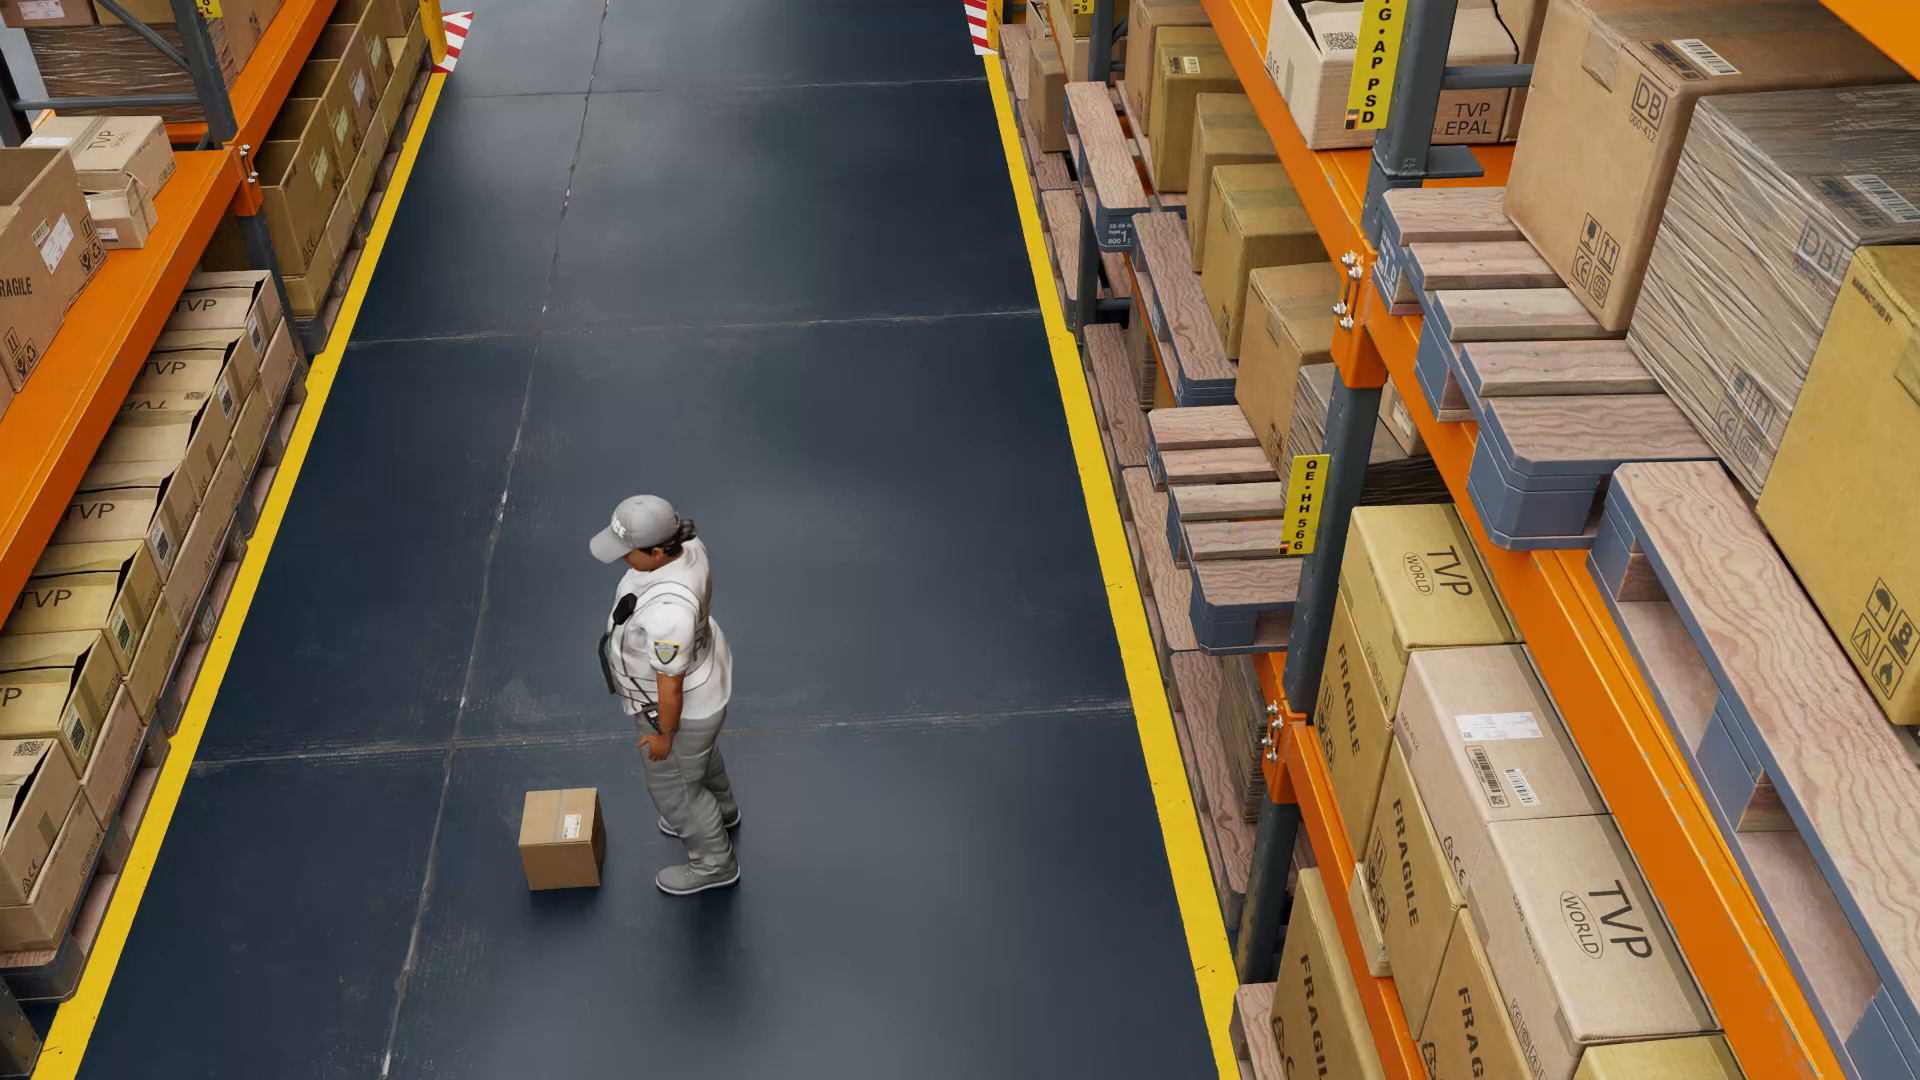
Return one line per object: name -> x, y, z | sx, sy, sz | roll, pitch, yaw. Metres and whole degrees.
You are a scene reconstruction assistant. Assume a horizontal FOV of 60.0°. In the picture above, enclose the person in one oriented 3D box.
person -> -0.948, 0.518, 5.532 | 0.390, 1.657, 0.471 | -2, 39, -3
